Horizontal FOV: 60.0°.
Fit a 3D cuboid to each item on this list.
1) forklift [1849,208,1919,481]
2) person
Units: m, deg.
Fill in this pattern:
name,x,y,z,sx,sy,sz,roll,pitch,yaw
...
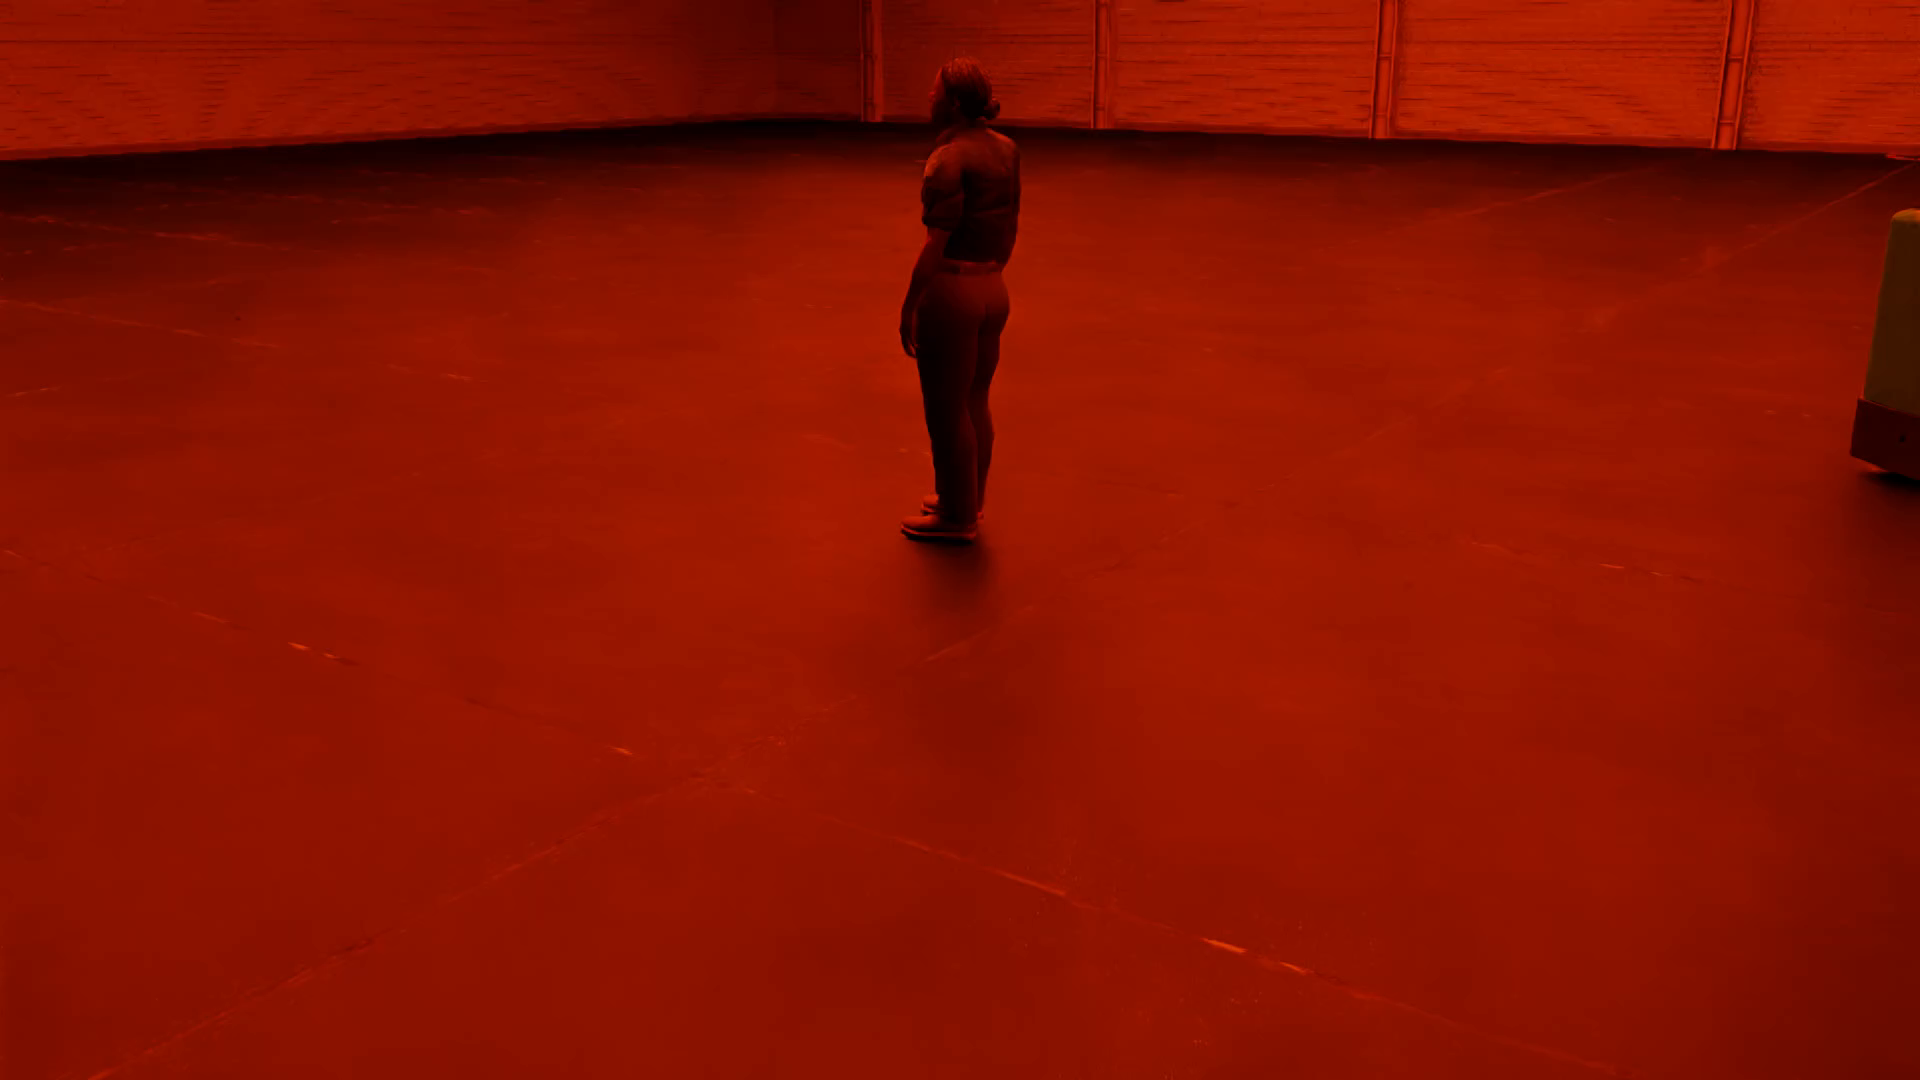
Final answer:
name,x,y,z,sx,sy,sz,roll,pitch,yaw
forklift,5.232,-1.612,6.223,3.031,2.935,1.130,-2,17,-7
person,-0.061,-0.813,5.774,0.503,1.642,0.570,11,20,33
